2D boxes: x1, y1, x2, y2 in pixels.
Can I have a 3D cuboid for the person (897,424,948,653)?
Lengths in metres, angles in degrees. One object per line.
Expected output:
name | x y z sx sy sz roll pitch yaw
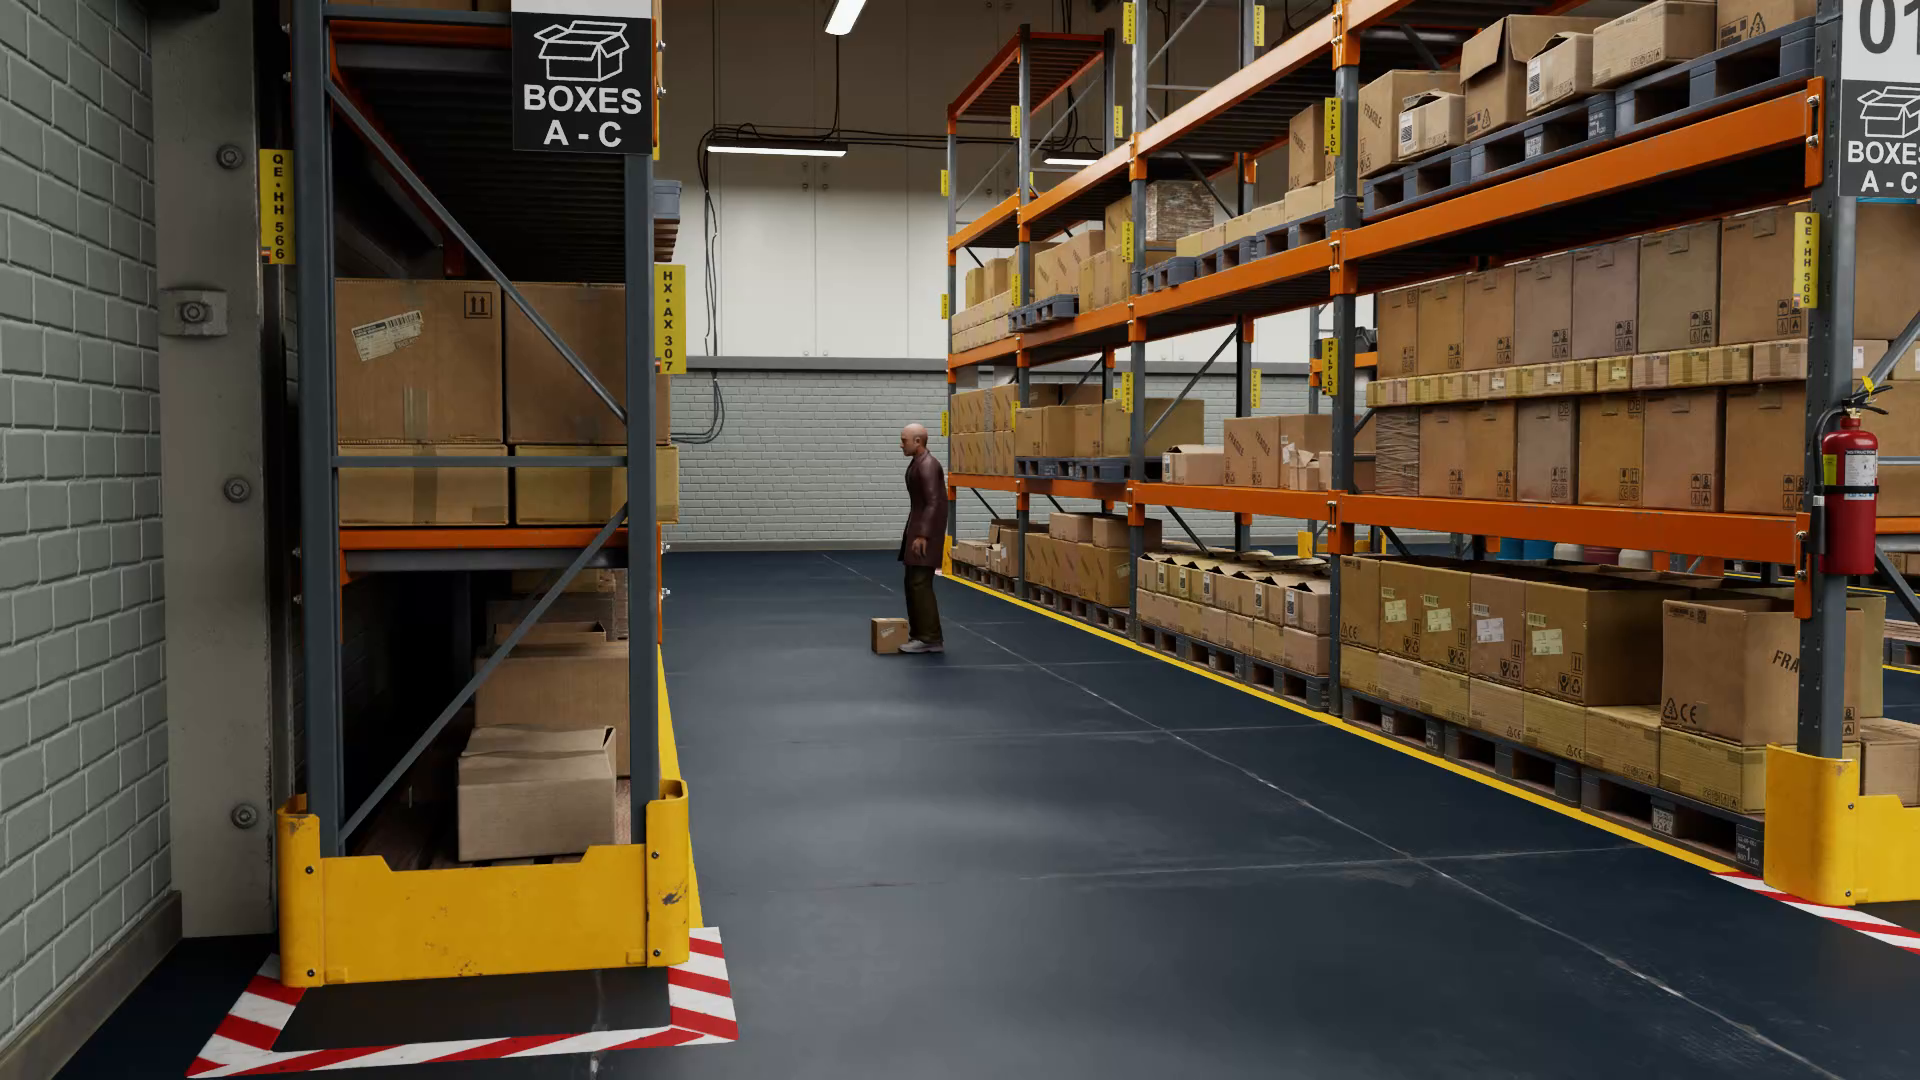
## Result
person | -0.310 0.040 12.979 0.424 1.656 0.643 -1 3 -11
